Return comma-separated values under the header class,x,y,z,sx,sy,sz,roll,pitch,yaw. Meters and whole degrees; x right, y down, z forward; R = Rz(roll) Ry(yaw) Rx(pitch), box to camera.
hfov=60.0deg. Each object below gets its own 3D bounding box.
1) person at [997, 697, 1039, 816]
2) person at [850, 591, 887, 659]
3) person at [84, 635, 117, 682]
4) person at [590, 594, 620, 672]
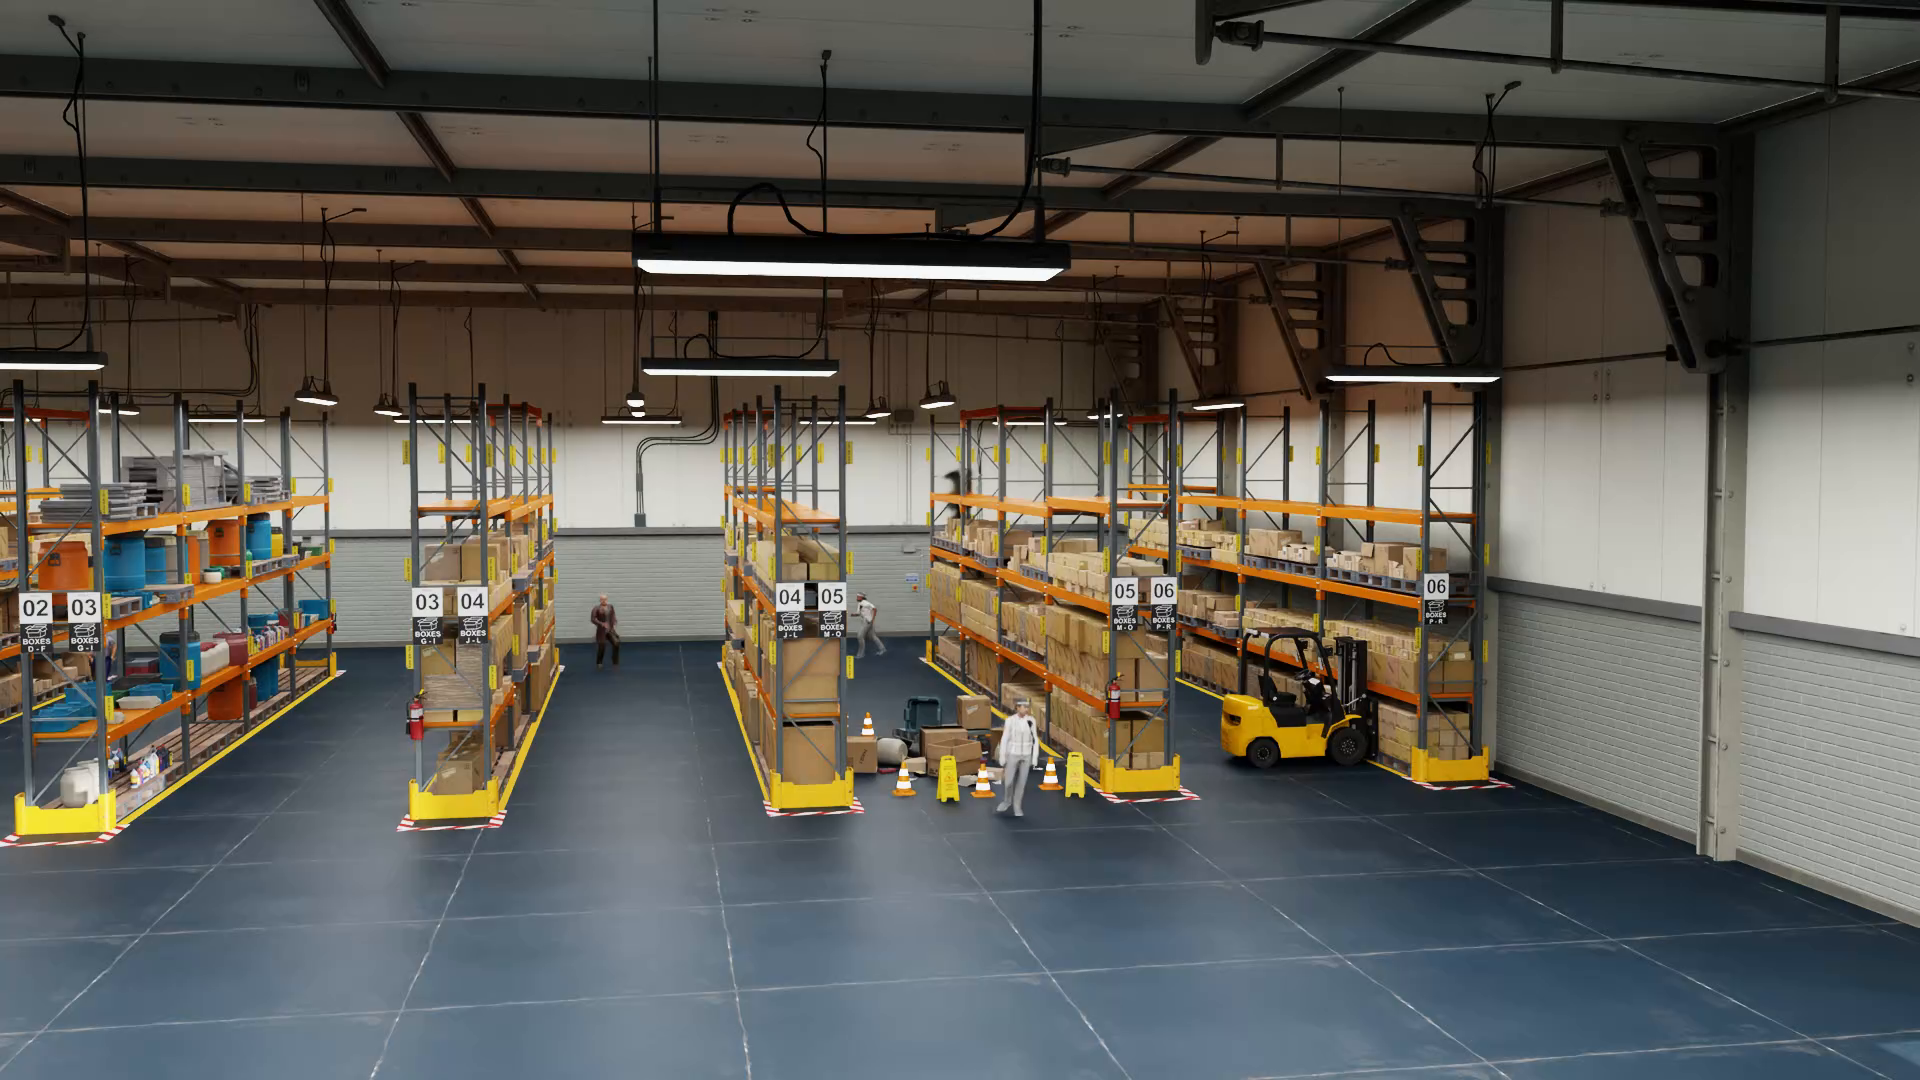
class,x,y,z,sx,sy,sz,roll,pitch,yaw
person,0.803,2.990,23.047,0.564,1.664,0.443,-1,3,-14
person,-2.273,2.091,41.217,0.953,1.666,0.574,-1,3,-15
person,-17.521,2.497,33.895,0.608,1.601,0.719,-1,3,-21
person,-8.273,2.171,38.673,0.696,1.821,0.801,-2,3,-34
